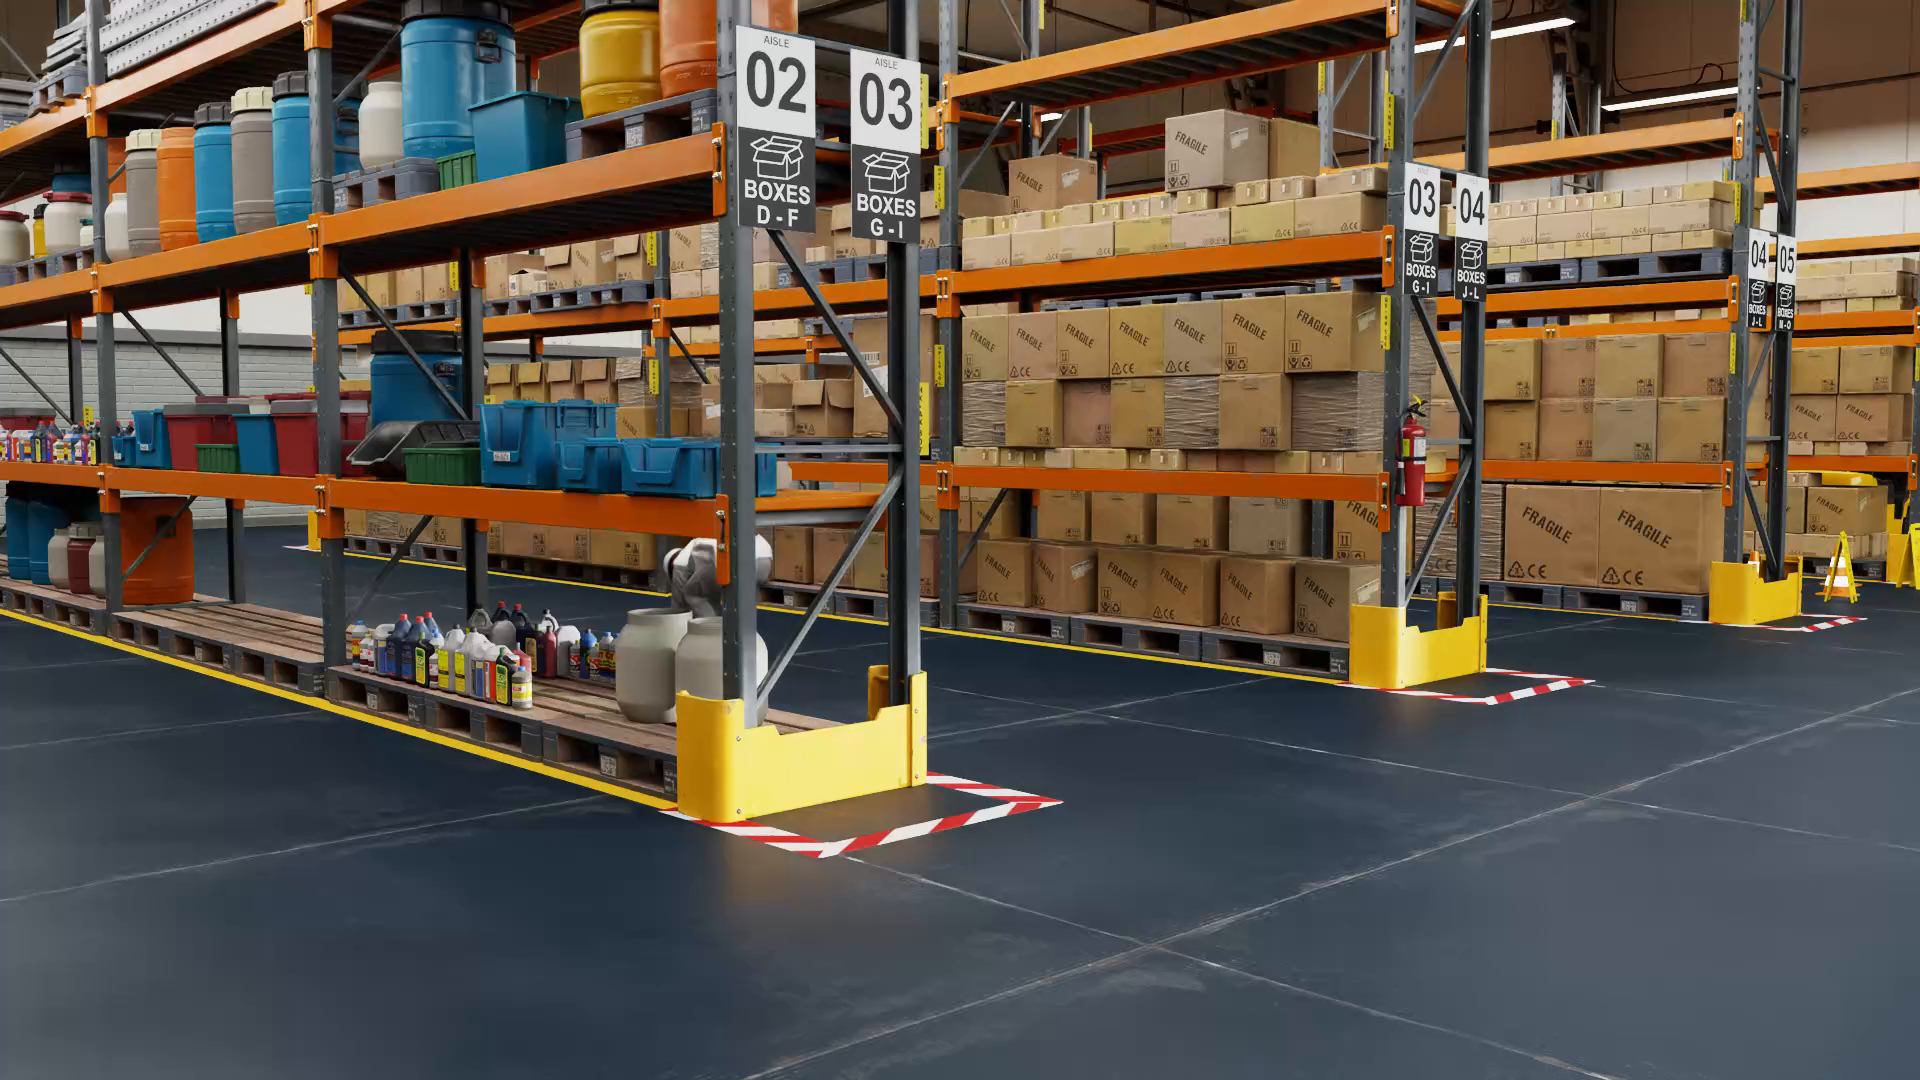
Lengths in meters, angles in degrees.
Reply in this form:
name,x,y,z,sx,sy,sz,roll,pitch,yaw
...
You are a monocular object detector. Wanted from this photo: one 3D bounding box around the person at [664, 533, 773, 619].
name,x,y,z,sx,sy,sz,roll,pitch,yaw
person,-1.763,0.353,11.819,0.999,0.915,0.505,4,5,43
